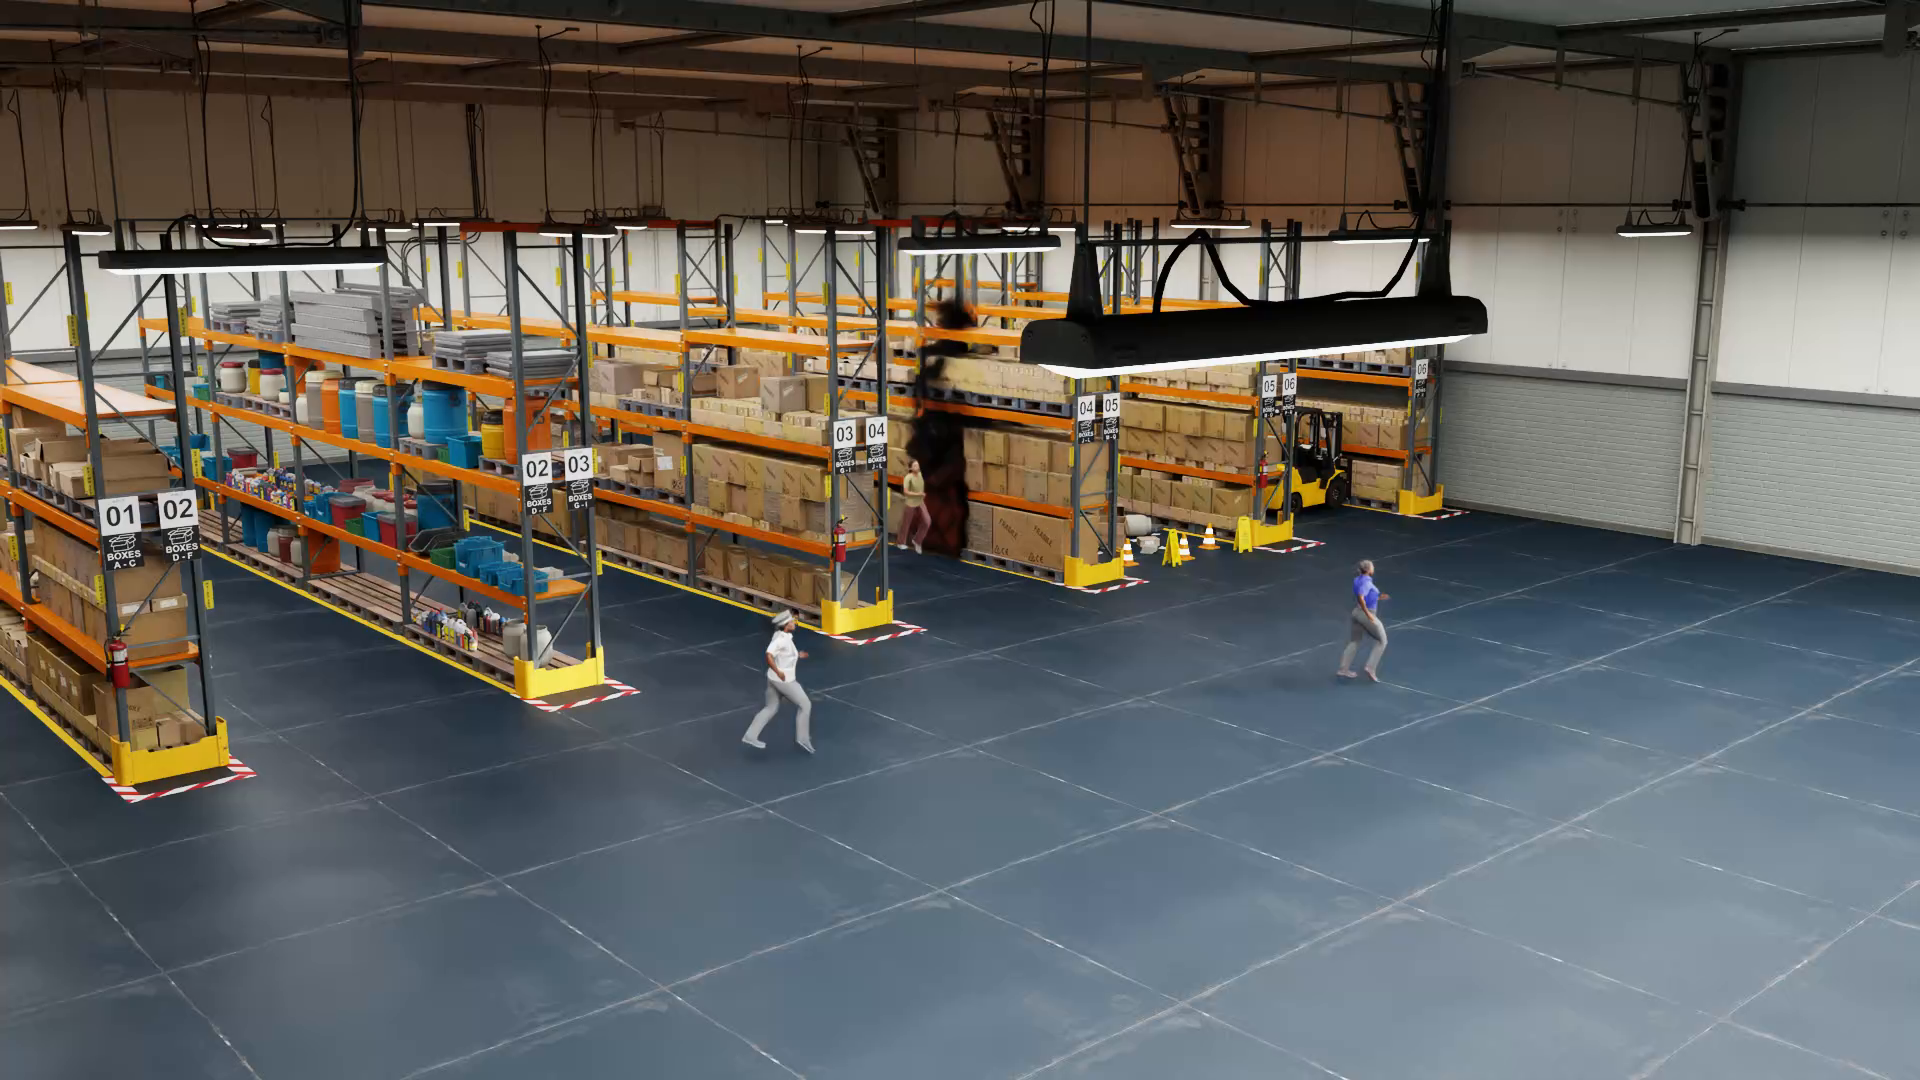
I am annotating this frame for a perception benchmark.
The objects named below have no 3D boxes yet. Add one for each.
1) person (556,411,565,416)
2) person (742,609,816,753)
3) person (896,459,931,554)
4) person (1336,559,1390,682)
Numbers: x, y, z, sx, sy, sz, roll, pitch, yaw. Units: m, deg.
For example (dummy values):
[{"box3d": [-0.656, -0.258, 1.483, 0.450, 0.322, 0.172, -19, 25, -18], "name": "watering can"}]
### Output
[{"box3d": [-9.288, -2.171, 38.481, 0.685, 1.631, 0.904, -4, 12, -19], "name": "person"}, {"box3d": [-2.142, 1.676, 19.395, 0.861, 1.755, 0.548, -5, 12, -23], "name": "person"}, {"box3d": [-0.787, -0.589, 29.175, 0.585, 1.685, 0.790, -10, 15, -39], "name": "person"}, {"box3d": [5.441, 1.091, 22.326, 0.724, 1.700, 0.541, -4, 12, -20], "name": "person"}]
